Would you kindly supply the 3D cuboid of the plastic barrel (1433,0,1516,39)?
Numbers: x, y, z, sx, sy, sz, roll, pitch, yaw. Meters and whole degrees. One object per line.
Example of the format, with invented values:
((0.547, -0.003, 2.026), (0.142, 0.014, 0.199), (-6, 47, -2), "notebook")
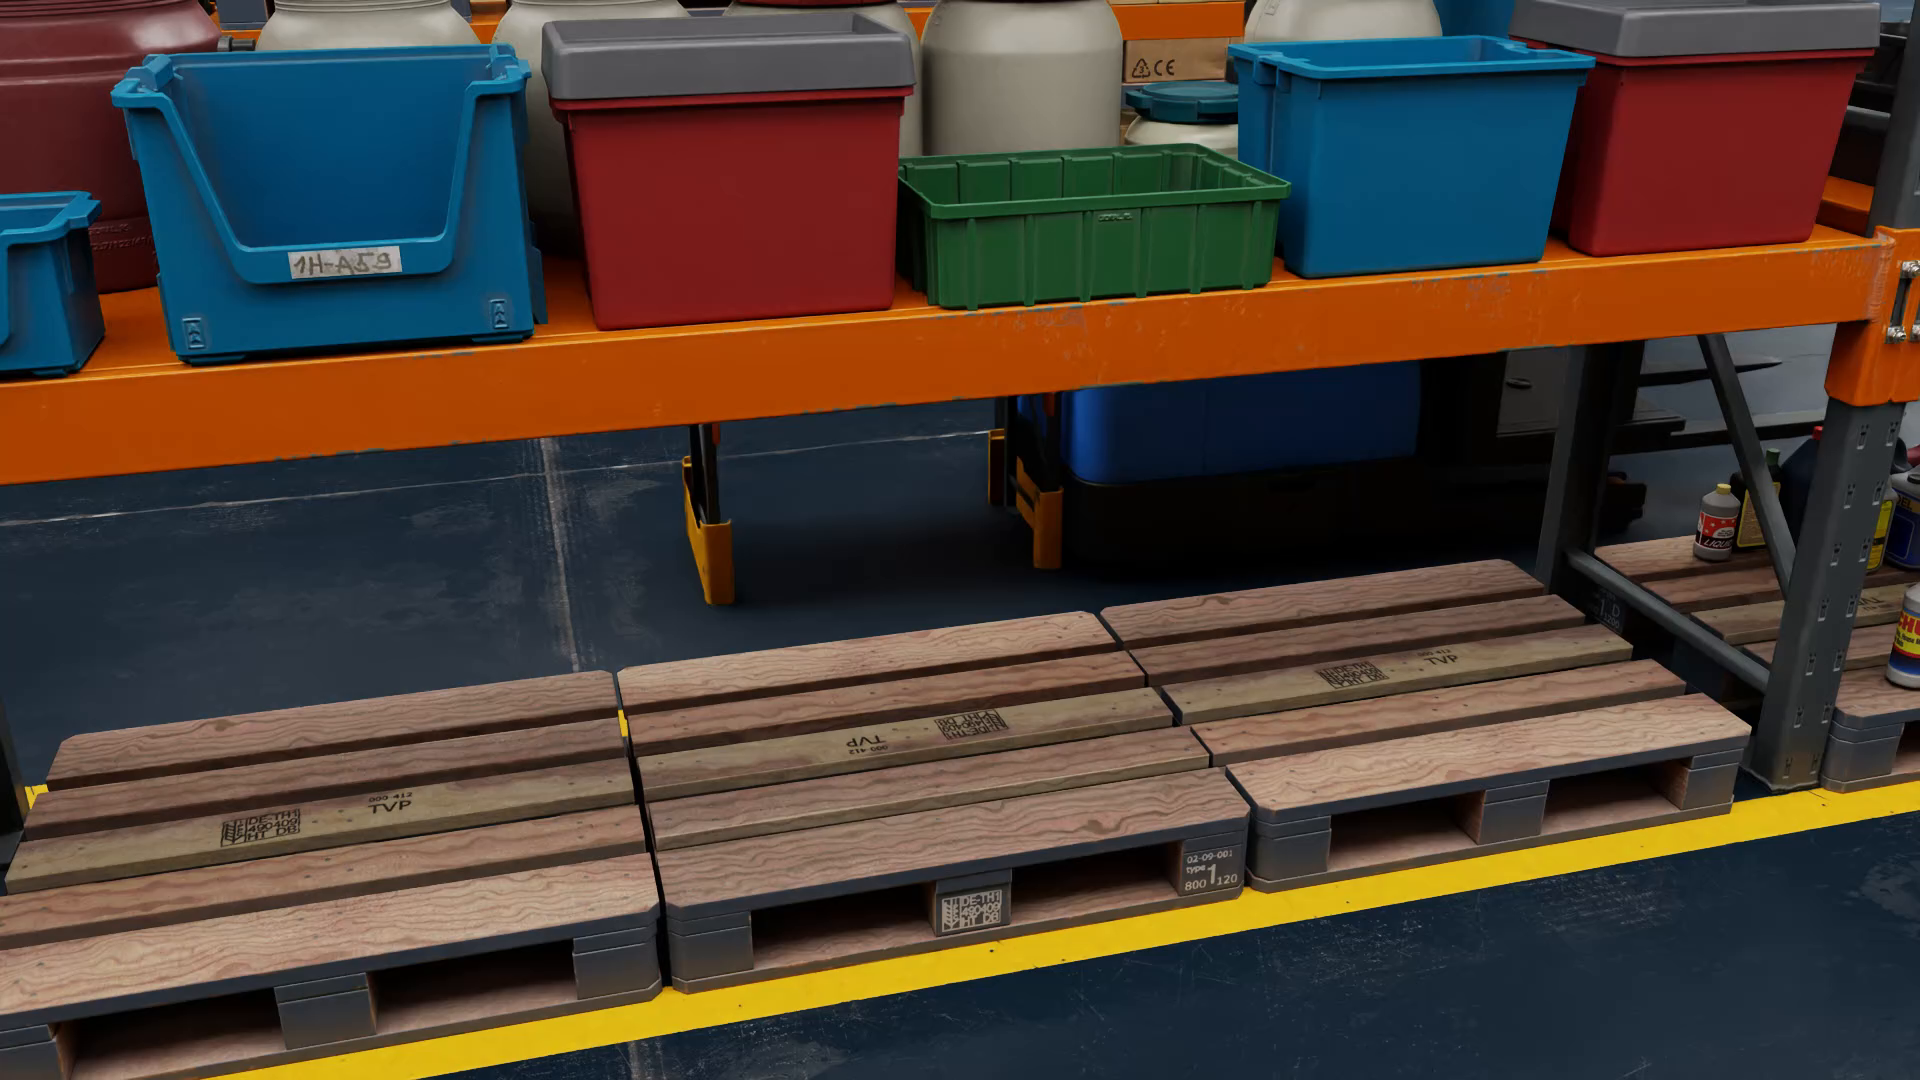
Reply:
((1.361, -1.286, 3.806), (0.708, 0.901, 0.600), (-6, 24, -14), "plastic barrel")

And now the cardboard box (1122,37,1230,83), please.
((1.604, -4.206, 13.411), (0.875, 0.875, 0.875), (-7, 24, -15), "cardboard box")

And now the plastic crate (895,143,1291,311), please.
((0.214, -0.591, 3.093), (0.662, 0.188, 0.450), (-6, 24, -14), "plastic crate")

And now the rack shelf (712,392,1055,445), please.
((-0.271, -0.498, 4.965), (1.000, 0.185, 0.538), (-6, 24, -13), "rack shelf")

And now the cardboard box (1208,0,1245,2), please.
((1.242, -2.714, 8.089), (0.250, 0.149, 0.380), (-6, 24, -14), "cardboard box")

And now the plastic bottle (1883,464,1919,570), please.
((2.606, -0.077, 4.521), (0.135, 0.276, 0.152), (-6, 24, -14), "plastic bottle")

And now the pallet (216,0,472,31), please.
((-2.717, -2.464, 7.432), (1.003, 0.211, 1.213), (-6, 24, -14), "pallet")

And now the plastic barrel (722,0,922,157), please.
((-0.289, -0.901, 3.373), (0.433, 0.535, 0.433), (0, 23, 0), "plastic barrel")

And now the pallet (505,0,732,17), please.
((-1.480, -2.574, 7.688), (1.213, 0.211, 1.003), (-6, 24, -14), "pallet")

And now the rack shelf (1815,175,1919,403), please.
((3.740, -0.864, 4.371), (4.000, 0.370, 1.077), (-6, 24, -14), "rack shelf")

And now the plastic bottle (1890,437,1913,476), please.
((2.542, -0.165, 4.631), (0.185, 0.351, 0.144), (-8, 24, -17), "plastic bottle")

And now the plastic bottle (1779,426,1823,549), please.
((2.357, -0.144, 4.584), (0.185, 0.351, 0.144), (-7, 24, -16), "plastic bottle")

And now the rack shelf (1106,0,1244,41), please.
((2.402, -2.744, 8.754), (4.000, 0.370, 1.077), (-6, 24, -14), "rack shelf")

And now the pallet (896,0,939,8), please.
((-0.298, -2.747, 8.092), (1.213, 0.211, 1.003), (-6, 24, -14), "pallet")

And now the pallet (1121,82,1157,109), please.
((1.164, -3.657, 13.505), (1.213, 0.211, 1.003), (-6, 24, -14), "pallet")

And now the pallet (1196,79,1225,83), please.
((2.337, -3.785, 13.804), (1.213, 0.211, 1.003), (-6, 24, -14), "pallet")

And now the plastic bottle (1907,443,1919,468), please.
((2.687, -0.167, 4.722), (0.133, 0.283, 0.061), (-5, 24, -11), "plastic bottle")

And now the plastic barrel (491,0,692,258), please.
((-0.698, -0.842, 3.267), (0.421, 0.512, 0.421), (0, 23, 0), "plastic barrel")

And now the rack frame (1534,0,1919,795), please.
((1.815, -0.981, 3.733), (0.127, 3.000, 1.000), (-6, 24, -14), "rack frame")

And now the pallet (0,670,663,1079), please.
((-1.280, 0.658, 3.448), (1.213, 0.211, 1.003), (-6, 24, -14), "pallet")

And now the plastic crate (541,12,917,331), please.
((-0.398, -0.641, 2.858), (0.583, 0.464, 0.402), (-6, 24, -14), "plastic crate")

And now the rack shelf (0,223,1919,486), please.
((-0.111, -0.438, 3.378), (4.000, 0.370, 1.077), (-6, 24, -14), "rack shelf")

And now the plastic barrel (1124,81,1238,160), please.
((0.499, -0.835, 3.568), (0.301, 0.262, 0.301), (0, 23, 0), "plastic barrel")

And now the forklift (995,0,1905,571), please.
((1.695, -1.557, 5.162), (3.031, 2.935, 1.130), (-6, 24, -13), "forklift")

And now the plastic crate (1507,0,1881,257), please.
((1.431, -0.843, 3.330), (0.583, 0.464, 0.402), (-6, 24, -14), "plastic crate")

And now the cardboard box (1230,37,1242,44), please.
((2.450, -4.301, 13.632), (0.875, 0.875, 0.875), (-6, 24, -14), "cardboard box")

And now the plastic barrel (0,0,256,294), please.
((-1.672, -0.782, 3.097), (0.708, 0.536, 0.600), (-6, 24, -14), "plastic barrel")

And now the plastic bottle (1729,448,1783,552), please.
((2.189, -0.112, 4.593), (0.133, 0.283, 0.061), (-5, 24, -12), "plastic bottle")

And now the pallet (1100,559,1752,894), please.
((1.069, 0.398, 4.054), (1.213, 0.211, 1.003), (-6, 24, -14), "pallet")

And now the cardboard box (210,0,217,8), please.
((-5.205, -3.546, 11.397), (0.500, 0.250, 0.500), (-7, 24, -16), "cardboard box")

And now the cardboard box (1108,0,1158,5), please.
((0.765, -2.655, 7.952), (0.250, 0.149, 0.380), (-6, 24, -14), "cardboard box")

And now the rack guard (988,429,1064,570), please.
((0.202, -0.137, 5.253), (0.087, 0.250, 0.587), (-6, 24, -13), "rack guard")

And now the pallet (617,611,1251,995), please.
((-0.108, 0.530, 3.748), (1.213, 0.211, 1.003), (-6, 24, -14), "pallet")

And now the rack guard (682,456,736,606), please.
((-0.762, -0.039, 5.023), (0.087, 0.250, 0.587), (-6, 24, -13), "rack guard")

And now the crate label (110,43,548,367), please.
((-1.007, -0.575, 2.740), (0.616, 0.435, 0.502), (-6, 24, -14), "crate label")

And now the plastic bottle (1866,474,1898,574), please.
((2.396, -0.090, 4.456), (0.185, 0.351, 0.144), (-6, 24, -14), "plastic bottle")

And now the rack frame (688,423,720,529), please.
((-0.763, -0.613, 4.777), (0.032, 1.500, 0.500), (-6, 24, -13), "rack frame")

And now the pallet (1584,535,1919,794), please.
((2.473, 0.244, 4.413), (1.213, 0.211, 1.003), (-6, 24, -14), "pallet")

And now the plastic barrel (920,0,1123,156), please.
((0.128, -0.947, 3.481), (0.433, 0.535, 0.433), (0, 23, 0), "plastic barrel")

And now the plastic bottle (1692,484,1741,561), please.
((2.080, -0.055, 4.564), (0.097, 0.201, 0.097), (0, 23, 0), "plastic bottle")

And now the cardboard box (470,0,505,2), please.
((-3.166, -3.614, 12.189), (0.750, 0.750, 1.050), (-6, 24, -14), "cardboard box")

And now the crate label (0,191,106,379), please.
((-1.530, -0.381, 2.546), (0.416, 0.233, 0.303), (-6, 24, -14), "crate label")

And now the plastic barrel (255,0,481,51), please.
((-1.104, -0.797, 3.162), (0.421, 0.512, 0.421), (0, 23, 0), "plastic barrel")

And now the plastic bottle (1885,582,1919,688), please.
((2.240, 0.203, 3.876), (0.097, 0.271, 0.097), (0, 23, 0), "plastic bottle")

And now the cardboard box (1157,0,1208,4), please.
((1.009, -2.677, 8.003), (0.250, 0.149, 0.380), (-6, 24, -14), "cardboard box")

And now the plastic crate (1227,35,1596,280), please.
((0.837, -0.738, 3.187), (0.575, 0.384, 0.392), (-6, 24, -14), "plastic crate")

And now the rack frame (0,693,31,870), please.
((-2.037, -0.555, 2.740), (0.127, 3.000, 1.000), (-6, 24, -14), "rack frame")

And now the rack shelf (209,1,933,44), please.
((-1.449, -2.318, 7.761), (4.000, 0.370, 1.077), (-6, 24, -14), "rack shelf")

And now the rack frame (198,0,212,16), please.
((-3.375, -2.436, 7.123), (0.127, 3.000, 1.000), (-6, 24, -14), "rack frame")

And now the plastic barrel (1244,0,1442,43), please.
((0.834, -1.025, 3.663), (0.433, 0.535, 0.433), (0, 23, 0), "plastic barrel")

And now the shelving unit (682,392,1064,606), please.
((-0.280, -0.662, 4.892), (1.083, 1.500, 0.587), (-6, 24, -13), "shelving unit")

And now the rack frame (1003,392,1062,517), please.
((0.221, -0.713, 5.011), (0.032, 1.500, 0.500), (-6, 24, -13), "rack frame")

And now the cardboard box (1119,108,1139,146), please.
((0.873, -1.933, 8.590), (0.500, 0.500, 0.500), (-7, 24, -16), "cardboard box")

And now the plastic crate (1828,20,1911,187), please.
((2.353, -0.960, 3.763), (0.504, 0.338, 0.767), (-6, 24, -14), "plastic crate")
